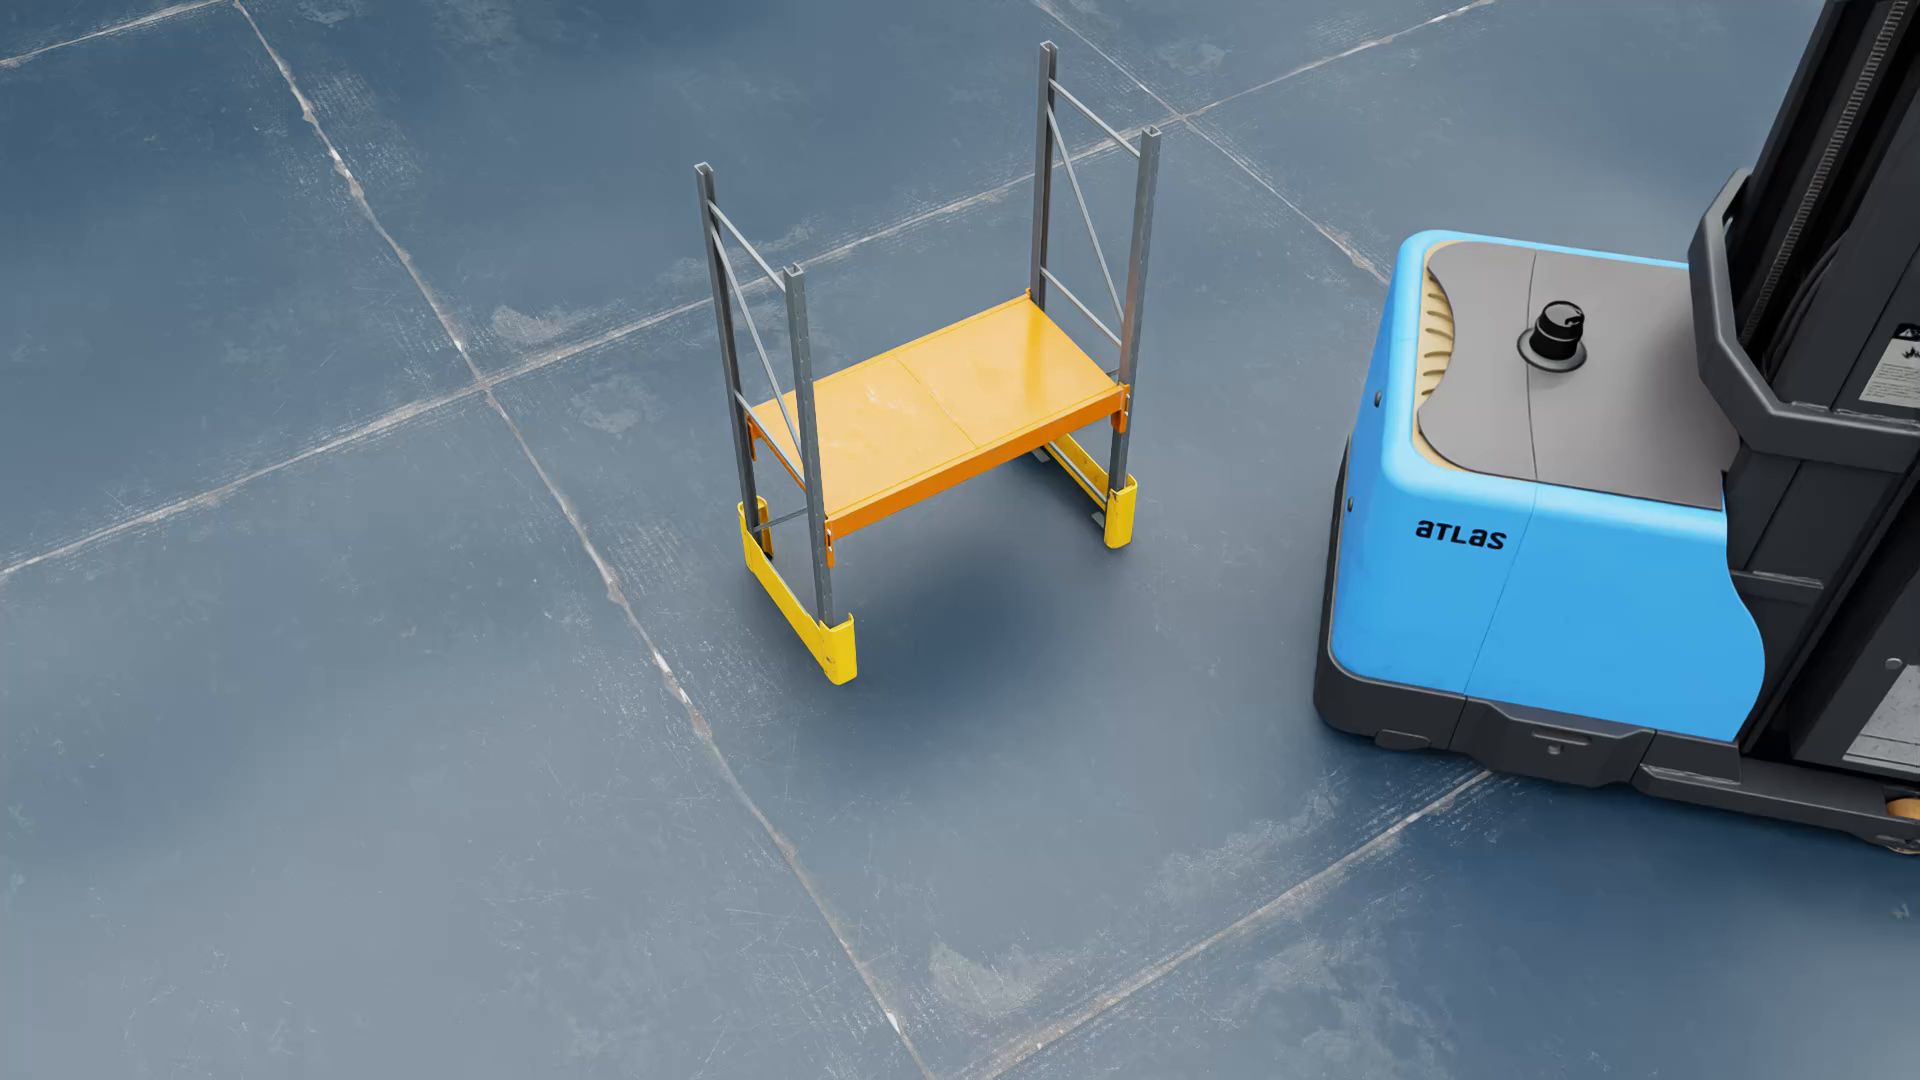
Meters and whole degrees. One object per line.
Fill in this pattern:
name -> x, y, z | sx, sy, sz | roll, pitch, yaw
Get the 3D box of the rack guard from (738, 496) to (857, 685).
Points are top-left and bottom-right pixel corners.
rack guard -> -0.486, 0.146, 4.953 | 0.087, 0.250, 0.587 | -25, 53, -21

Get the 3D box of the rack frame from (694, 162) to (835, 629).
rack frame -> -0.502, -0.262, 4.479 | 0.032, 1.500, 0.500 | -25, 53, -21

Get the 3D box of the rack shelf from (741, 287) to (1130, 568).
rack shelf -> -0.072, -0.345, 4.794 | 1.000, 0.185, 0.538 | -25, 53, -21

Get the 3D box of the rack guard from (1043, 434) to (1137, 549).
rack guard -> 0.357, -0.251, 5.306 | 0.087, 0.250, 0.587 | -25, 53, -21

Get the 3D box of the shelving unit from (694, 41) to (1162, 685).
shelving unit -> -0.064, -0.468, 4.663 | 1.083, 1.500, 0.587 | -25, 53, -21

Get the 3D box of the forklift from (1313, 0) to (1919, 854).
forklift -> 2.580, -0.534, 3.763 | 3.031, 2.935, 1.130 | 10, 49, 9

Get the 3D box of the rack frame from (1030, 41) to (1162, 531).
rack frame -> 0.358, -0.667, 4.840 | 0.032, 1.500, 0.500 | -25, 53, -21
